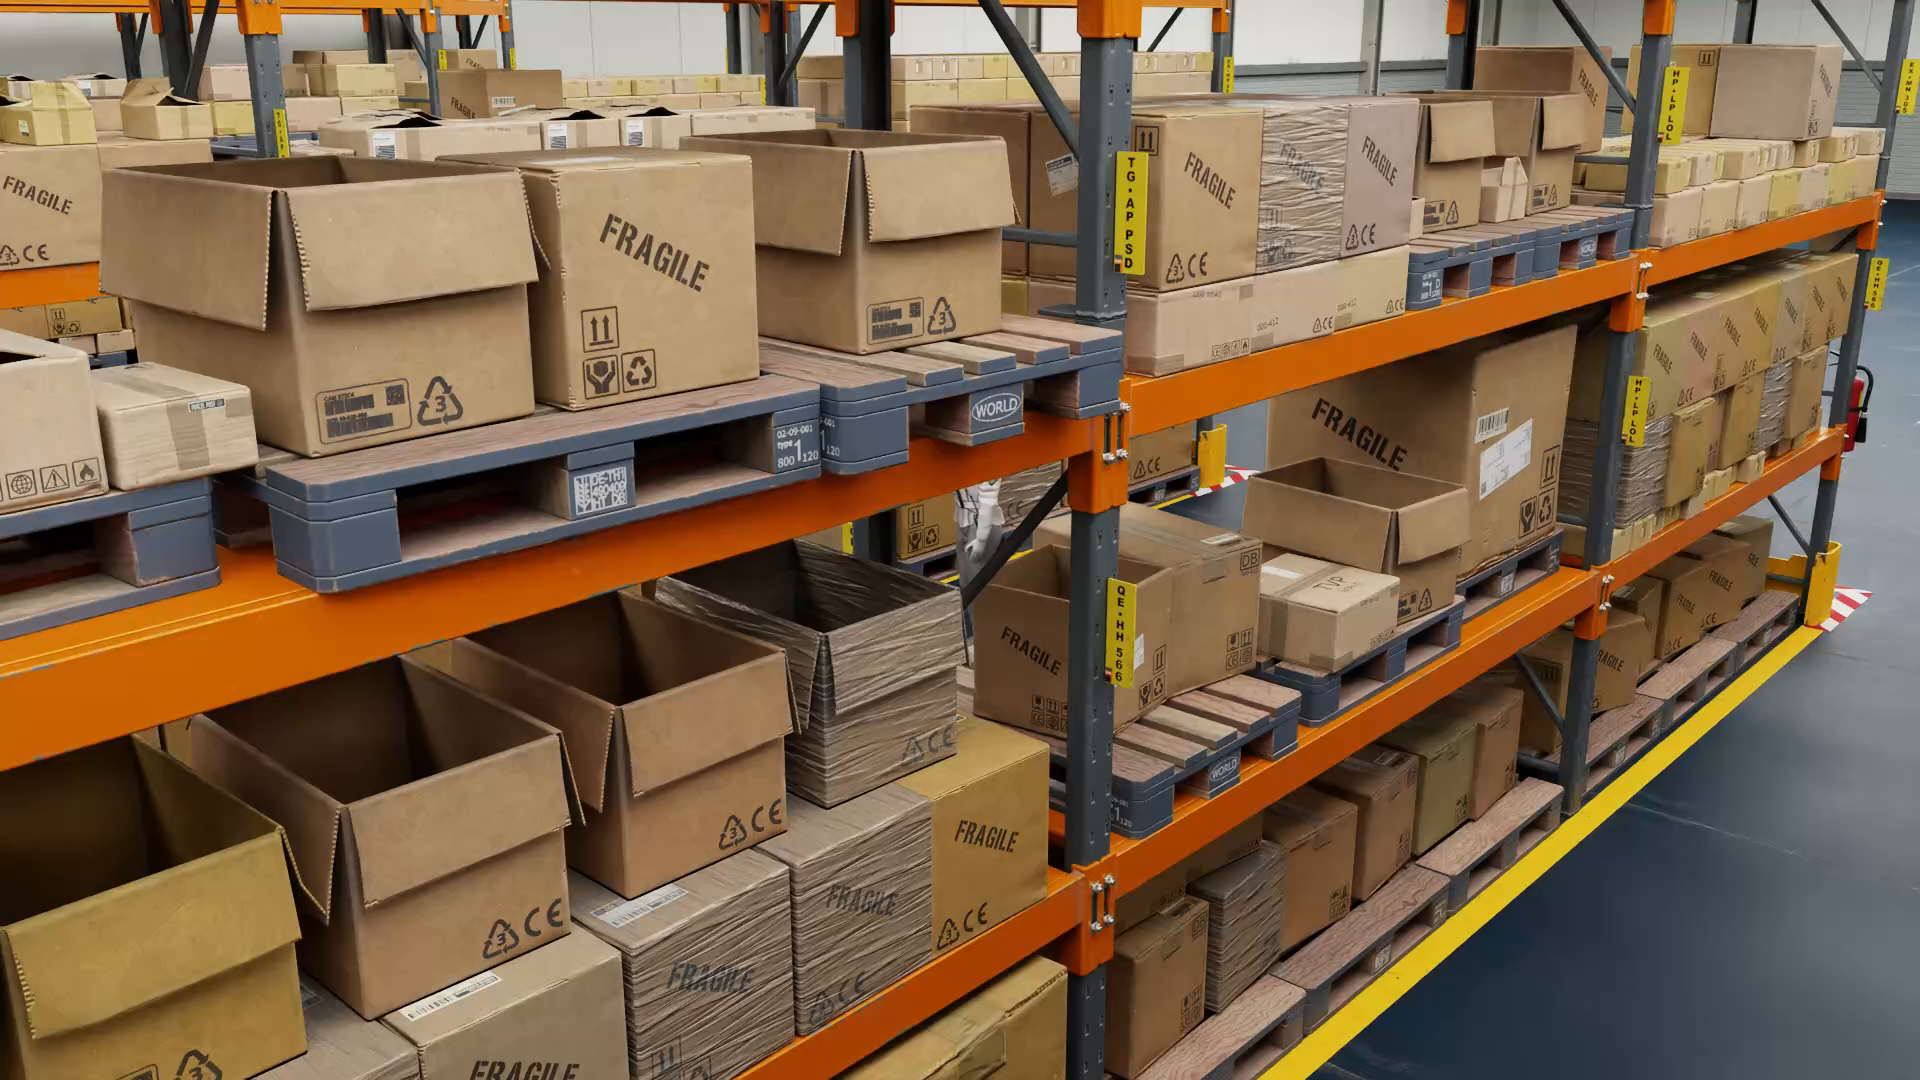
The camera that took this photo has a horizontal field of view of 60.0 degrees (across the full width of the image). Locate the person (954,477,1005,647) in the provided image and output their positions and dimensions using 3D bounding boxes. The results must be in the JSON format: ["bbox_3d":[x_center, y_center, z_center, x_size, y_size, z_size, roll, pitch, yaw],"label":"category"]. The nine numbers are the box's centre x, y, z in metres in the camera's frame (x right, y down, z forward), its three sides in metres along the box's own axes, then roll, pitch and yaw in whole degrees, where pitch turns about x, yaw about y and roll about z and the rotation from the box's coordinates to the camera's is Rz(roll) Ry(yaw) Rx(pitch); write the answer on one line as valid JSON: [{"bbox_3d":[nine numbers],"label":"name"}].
[{"bbox_3d":[0.105,-0.050,10.215,0.328,1.663,0.469,-4,18,-14],"label":"person"}]
